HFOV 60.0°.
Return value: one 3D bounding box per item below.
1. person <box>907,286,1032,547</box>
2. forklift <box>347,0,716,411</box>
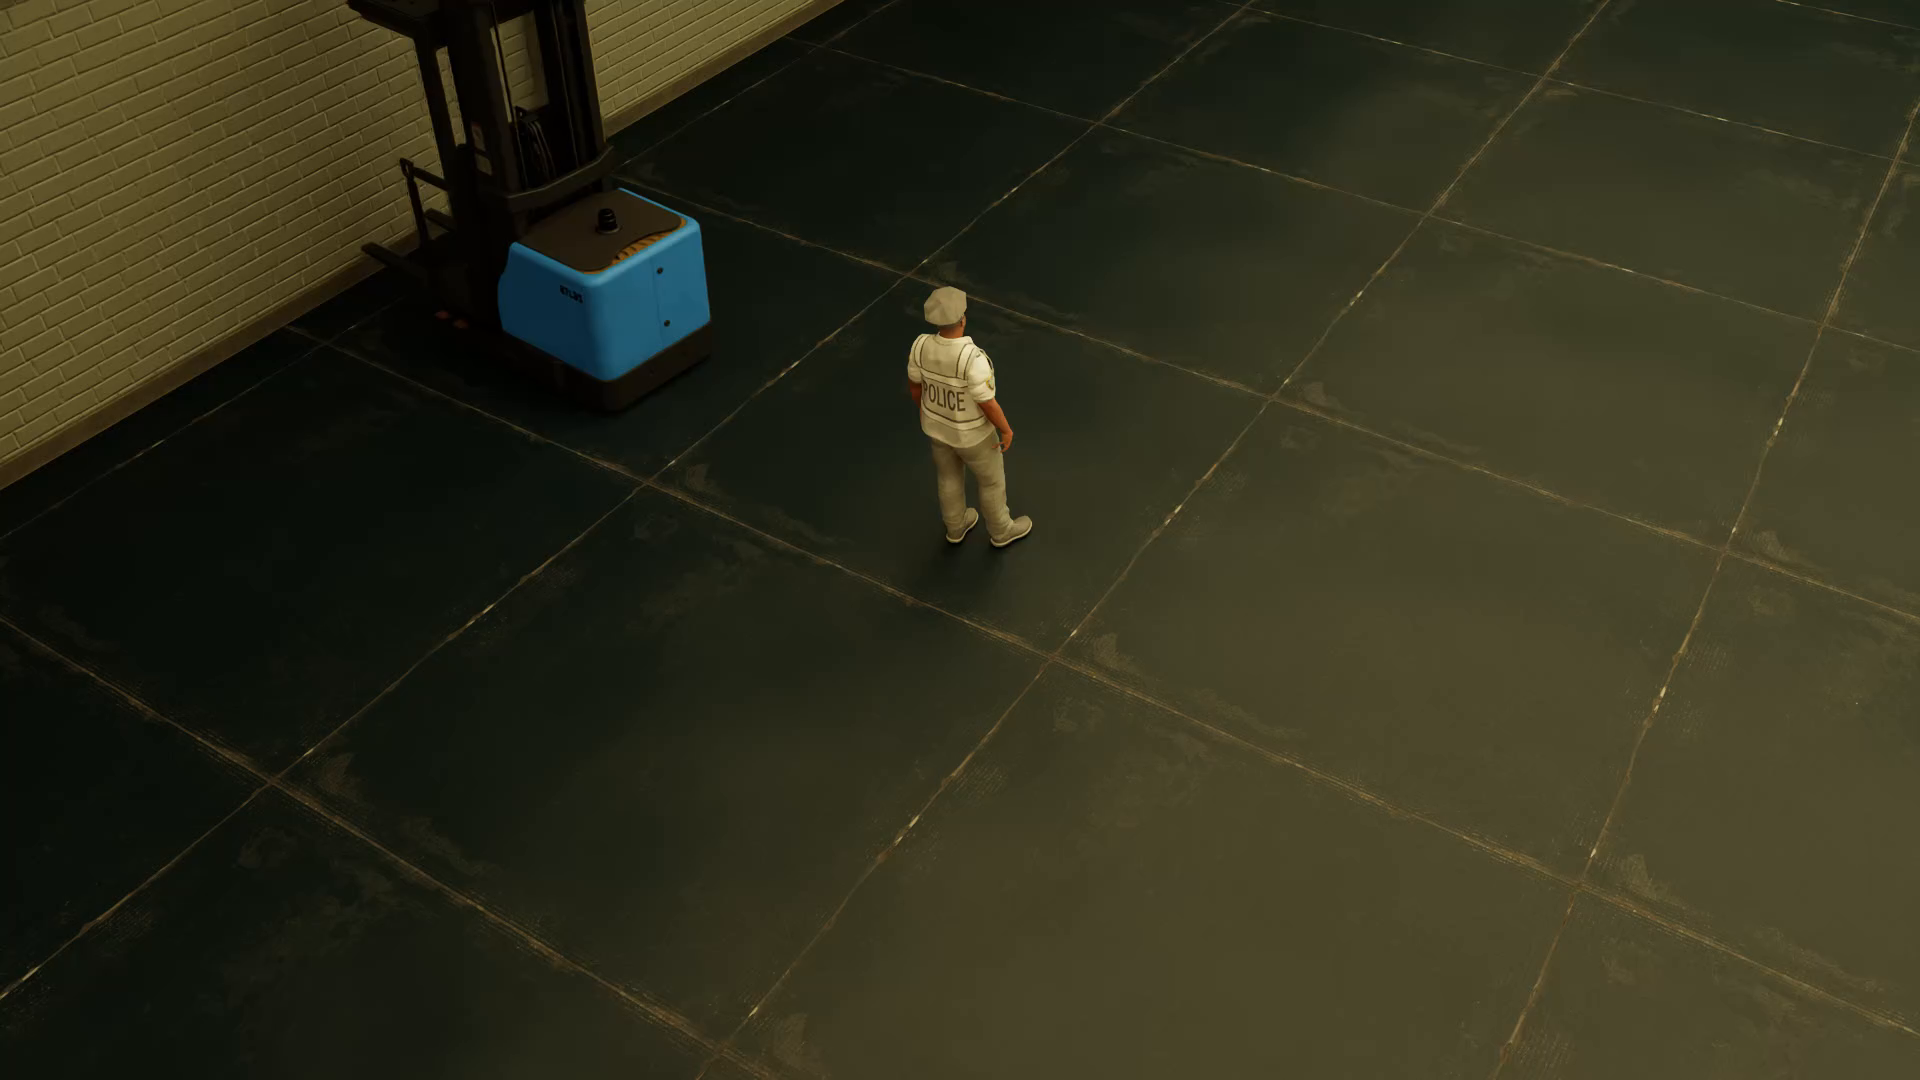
[{"bbox_3d":[0.051,-0.725,9.698,0.641,1.781,0.574,22,45,24],"label":"person"},{"bbox_3d":[-3.193,-2.768,11.233,3.031,2.935,1.130,27,47,28],"label":"forklift"}]
